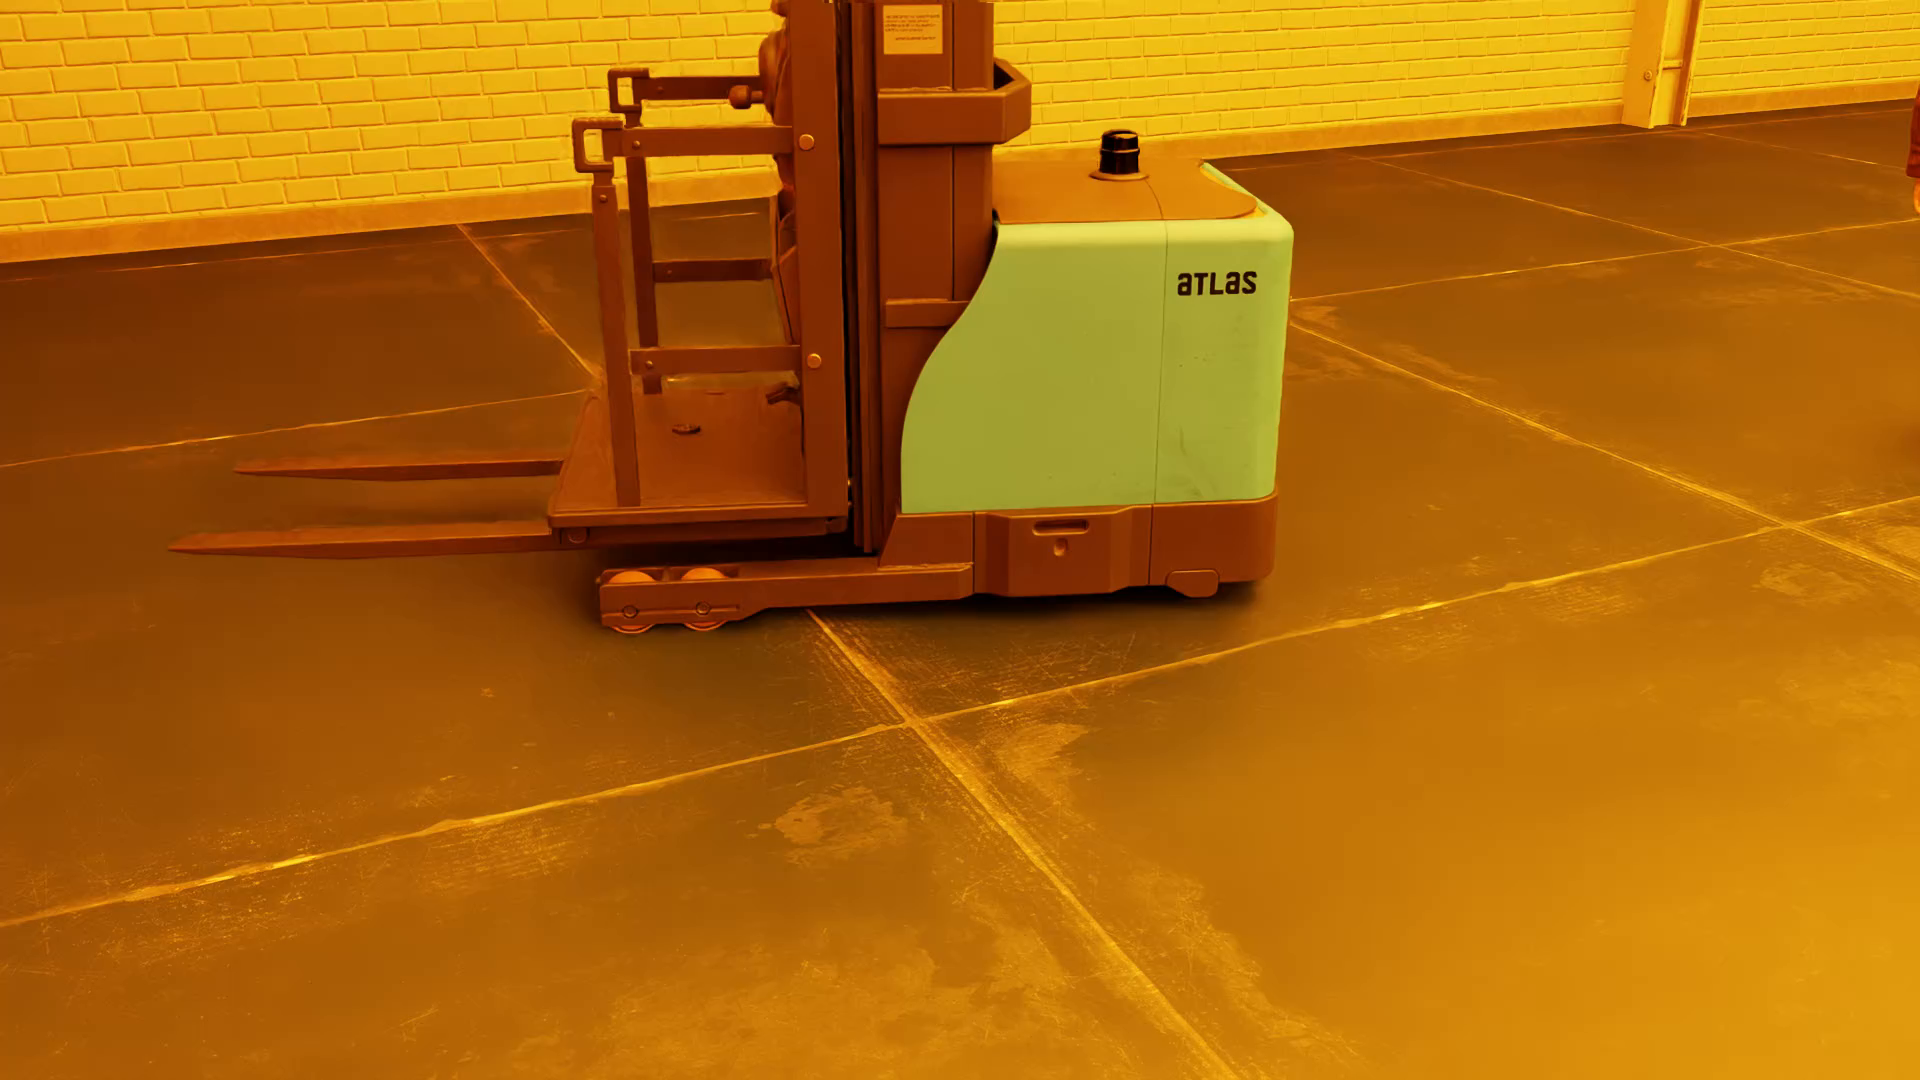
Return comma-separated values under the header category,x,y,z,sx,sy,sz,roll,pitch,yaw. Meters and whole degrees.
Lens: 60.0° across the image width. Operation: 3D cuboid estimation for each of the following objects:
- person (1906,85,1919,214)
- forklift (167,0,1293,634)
category,x,y,z,sx,sy,sz,roll,pitch,yaw
person,3.608,-1.201,5.661,0.582,1.775,0.697,-16,27,-33
forklift,-0.663,-1.313,4.446,3.031,2.935,1.130,-2,23,-6
